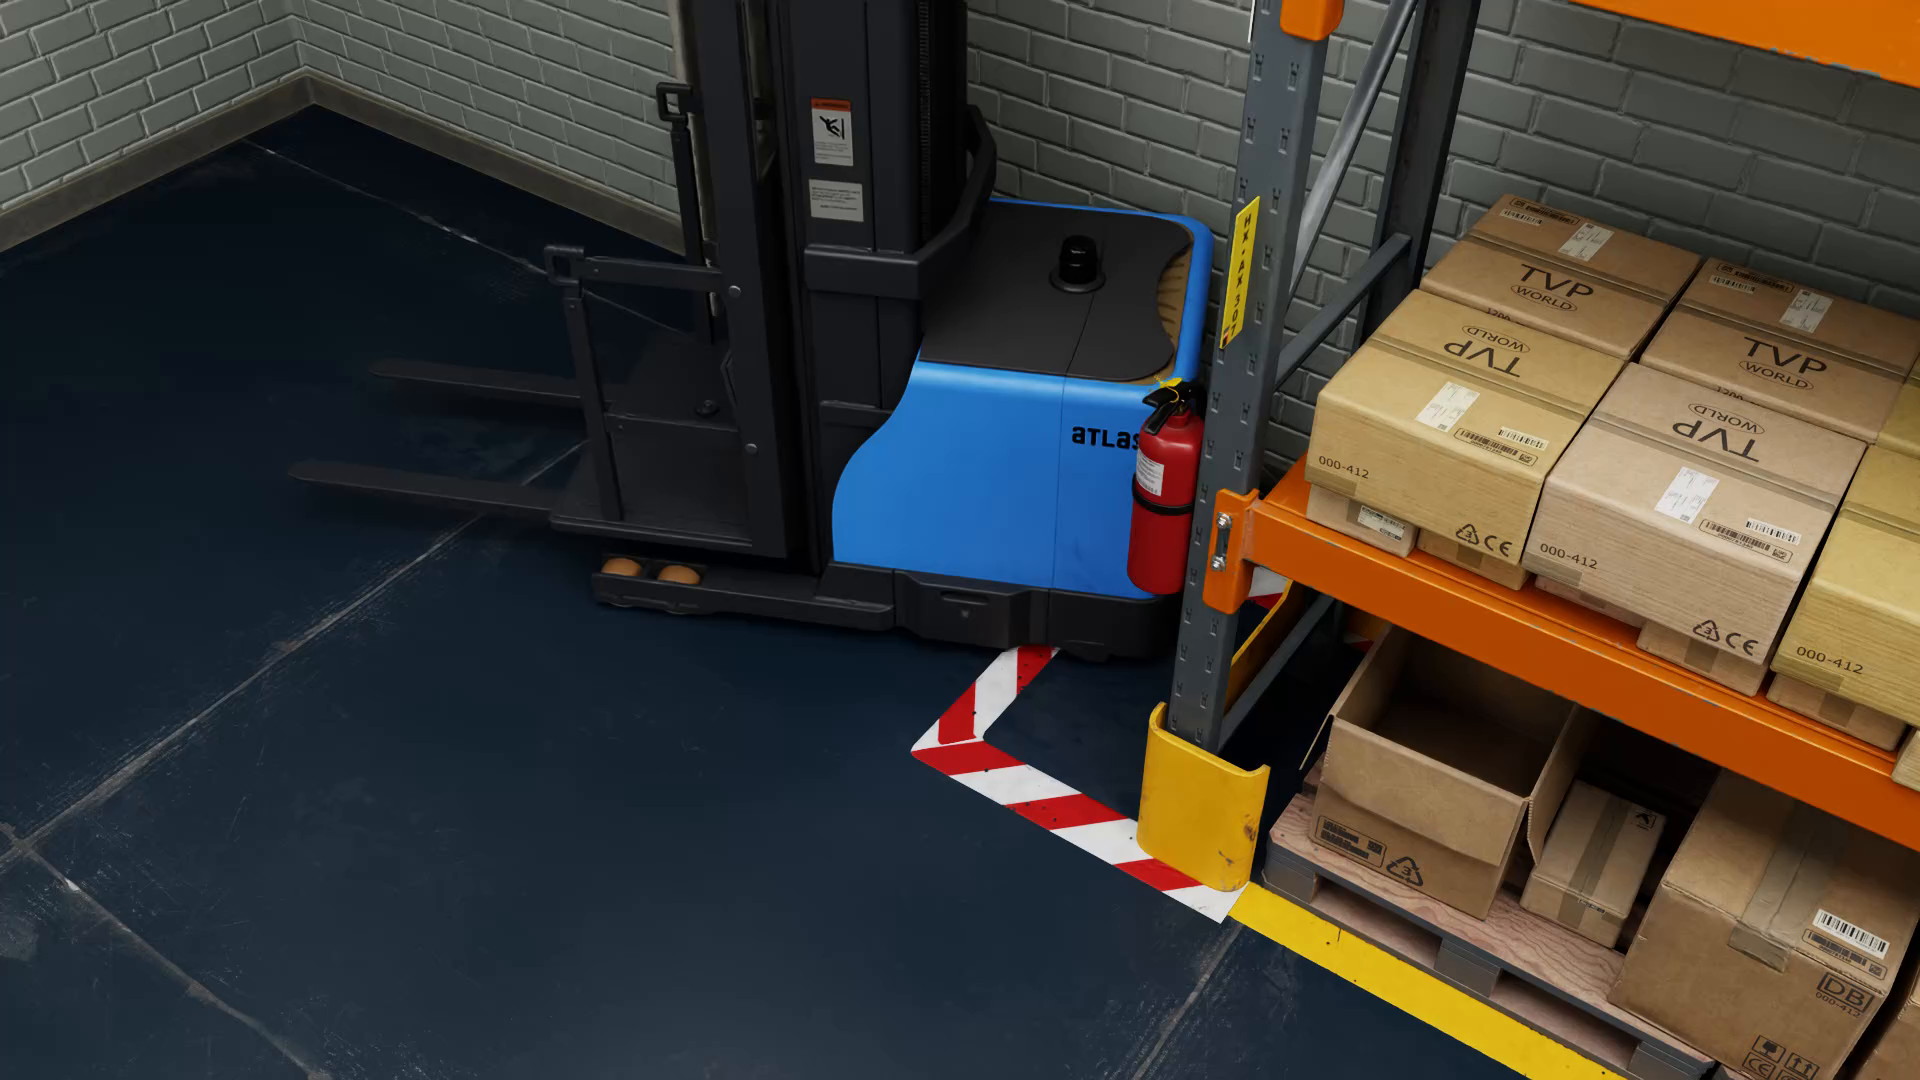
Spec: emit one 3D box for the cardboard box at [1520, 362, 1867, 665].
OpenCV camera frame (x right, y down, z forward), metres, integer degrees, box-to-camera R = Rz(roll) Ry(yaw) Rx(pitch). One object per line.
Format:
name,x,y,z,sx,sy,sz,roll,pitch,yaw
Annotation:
cardboard box,1.526,-0.070,3.469,0.500,0.250,0.500,26,48,26

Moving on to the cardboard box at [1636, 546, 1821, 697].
cardboard box,1.650,0.124,3.550,0.250,0.149,0.380,27,48,27

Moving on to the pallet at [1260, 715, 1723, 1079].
pallet,1.612,0.844,4.649,1.213,0.211,1.003,25,48,25

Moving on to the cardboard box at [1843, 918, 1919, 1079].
cardboard box,2.396,1.137,3.789,0.500,0.500,0.500,26,48,26

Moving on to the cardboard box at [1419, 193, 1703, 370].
cardboard box,1.425,-0.553,4.008,0.500,0.250,0.500,26,48,26

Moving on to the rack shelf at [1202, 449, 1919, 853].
rack shelf,2.534,0.505,3.476,4.000,0.370,1.077,25,48,25

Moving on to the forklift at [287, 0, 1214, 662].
forklift,-0.747,-1.185,4.876,3.031,2.935,1.130,7,42,8

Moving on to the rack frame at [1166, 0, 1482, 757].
rack frame,0.896,-0.529,4.092,0.127,3.000,1.000,25,48,25

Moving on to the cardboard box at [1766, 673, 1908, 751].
cardboard box,1.870,0.223,3.440,0.250,0.149,0.380,26,48,26

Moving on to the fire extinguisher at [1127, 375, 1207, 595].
fire extinguisher,0.510,-0.165,4.023,0.183,0.674,0.296,25,48,25

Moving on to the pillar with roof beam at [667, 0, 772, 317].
pillar with roof beam,-3.266,-1.939,1.169,0.400,9.000,9.100,25,48,25

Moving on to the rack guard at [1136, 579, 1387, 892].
rack guard,0.958,0.431,4.893,0.348,0.500,1.175,25,48,25

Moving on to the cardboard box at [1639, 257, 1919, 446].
cardboard box,1.847,-0.355,3.786,0.500,0.250,0.500,25,48,25

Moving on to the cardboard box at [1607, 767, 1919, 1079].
cardboard box,2.020,0.880,4.076,0.500,0.500,0.700,27,48,27

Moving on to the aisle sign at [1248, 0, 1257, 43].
aisle sign,0.672,-1.364,3.075,0.004,0.787,0.394,25,48,25

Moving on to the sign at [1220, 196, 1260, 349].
sign,0.585,-0.556,3.472,0.005,0.325,0.100,25,48,25

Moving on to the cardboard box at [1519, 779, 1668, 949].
cardboard box,1.668,0.847,4.377,0.250,0.149,0.380,23,47,24

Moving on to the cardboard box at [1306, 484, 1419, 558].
cardboard box,1.008,-0.160,3.868,0.250,0.149,0.380,25,47,25

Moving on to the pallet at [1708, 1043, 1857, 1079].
pallet,2.606,1.311,4.126,1.213,0.211,1.003,25,48,25

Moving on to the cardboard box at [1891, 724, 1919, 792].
cardboard box,2.034,0.360,3.286,0.250,0.149,0.380,24,47,24

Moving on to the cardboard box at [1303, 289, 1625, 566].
cardboard box,1.113,-0.263,3.684,0.500,0.250,0.500,25,48,26

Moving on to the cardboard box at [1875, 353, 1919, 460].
cardboard box,2.249,-0.163,3.572,0.500,0.250,0.500,27,48,27

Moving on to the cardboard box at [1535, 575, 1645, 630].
cardboard box,1.478,-0.006,3.696,0.250,0.149,0.380,24,47,25

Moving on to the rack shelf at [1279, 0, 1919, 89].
rack shelf,2.534,-0.613,2.476,4.000,0.370,1.077,25,48,25

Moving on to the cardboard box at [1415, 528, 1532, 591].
cardboard box,1.243,-0.088,3.787,0.250,0.149,0.380,26,48,26

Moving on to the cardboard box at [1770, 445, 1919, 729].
cardboard box,1.943,0.122,3.254,0.500,0.250,0.500,24,47,25

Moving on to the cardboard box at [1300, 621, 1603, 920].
cardboard box,1.343,0.531,4.465,0.637,0.503,0.797,23,47,24
